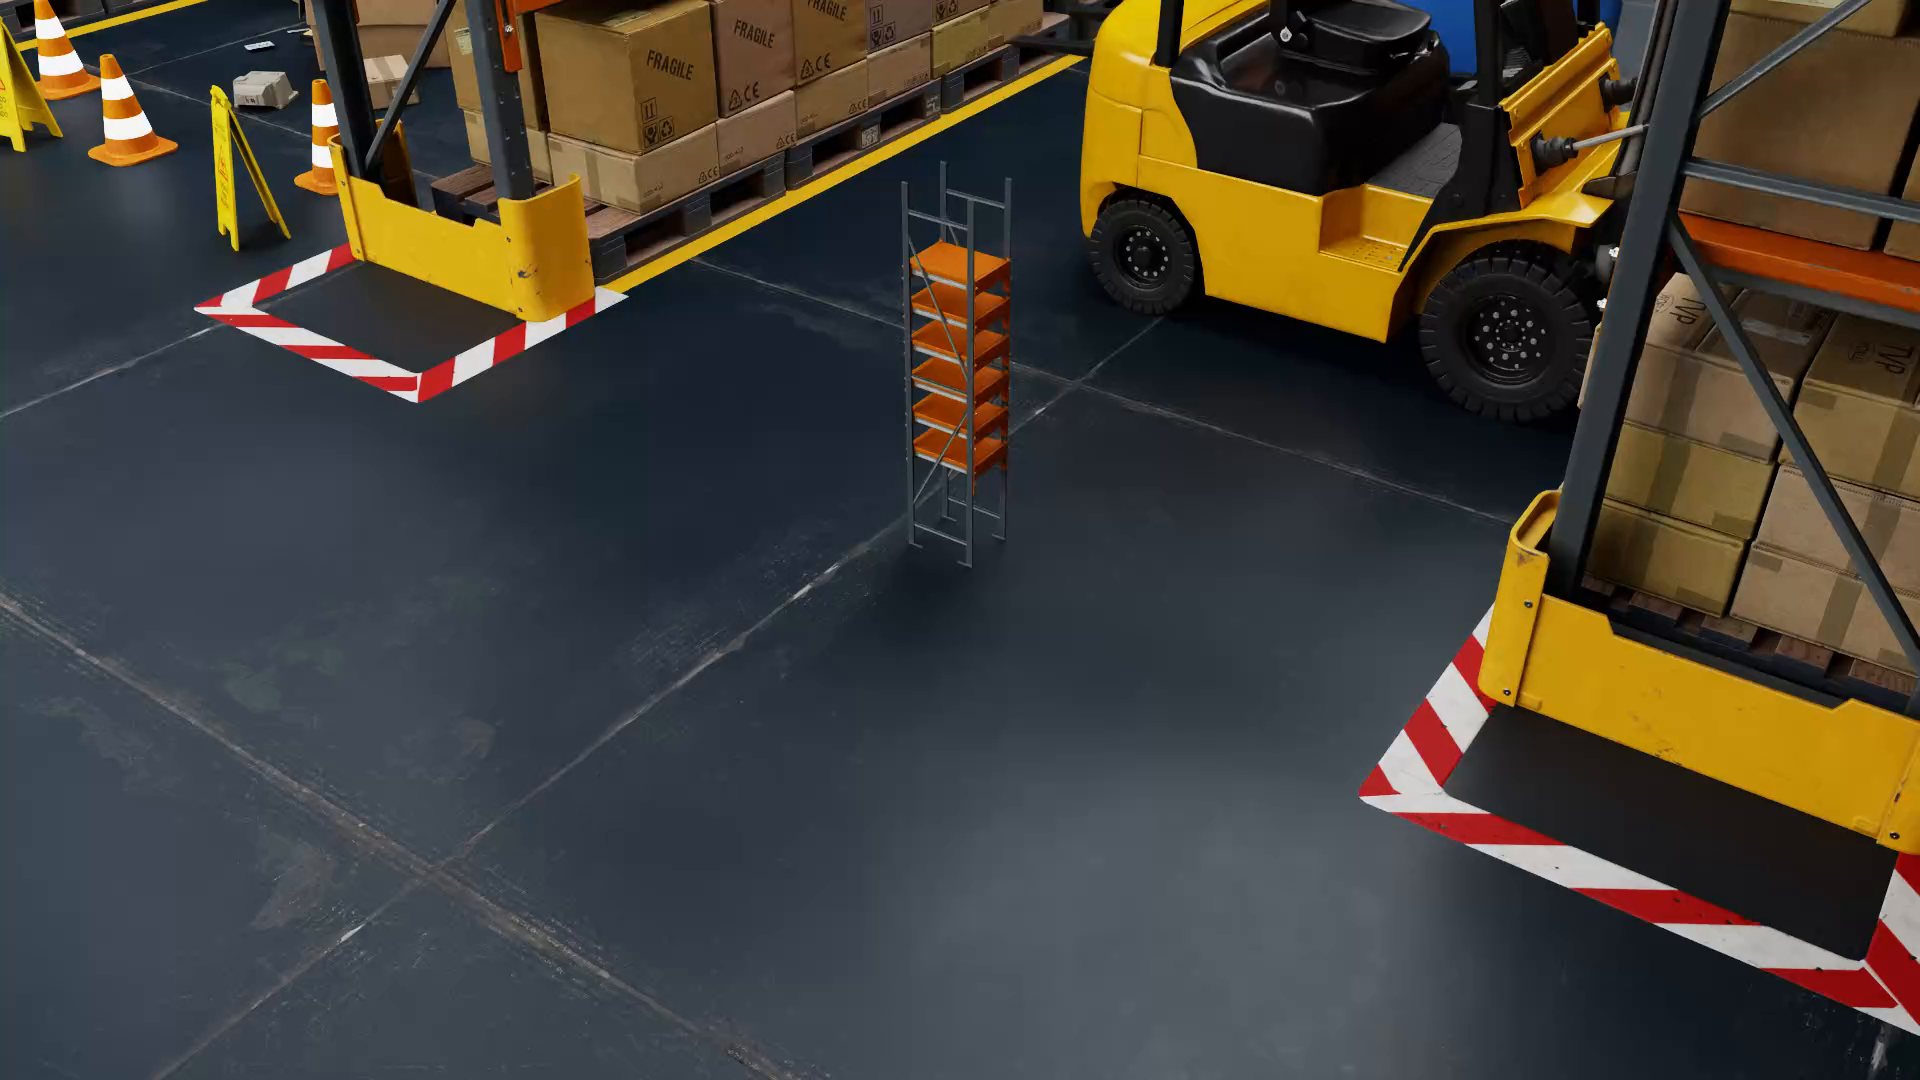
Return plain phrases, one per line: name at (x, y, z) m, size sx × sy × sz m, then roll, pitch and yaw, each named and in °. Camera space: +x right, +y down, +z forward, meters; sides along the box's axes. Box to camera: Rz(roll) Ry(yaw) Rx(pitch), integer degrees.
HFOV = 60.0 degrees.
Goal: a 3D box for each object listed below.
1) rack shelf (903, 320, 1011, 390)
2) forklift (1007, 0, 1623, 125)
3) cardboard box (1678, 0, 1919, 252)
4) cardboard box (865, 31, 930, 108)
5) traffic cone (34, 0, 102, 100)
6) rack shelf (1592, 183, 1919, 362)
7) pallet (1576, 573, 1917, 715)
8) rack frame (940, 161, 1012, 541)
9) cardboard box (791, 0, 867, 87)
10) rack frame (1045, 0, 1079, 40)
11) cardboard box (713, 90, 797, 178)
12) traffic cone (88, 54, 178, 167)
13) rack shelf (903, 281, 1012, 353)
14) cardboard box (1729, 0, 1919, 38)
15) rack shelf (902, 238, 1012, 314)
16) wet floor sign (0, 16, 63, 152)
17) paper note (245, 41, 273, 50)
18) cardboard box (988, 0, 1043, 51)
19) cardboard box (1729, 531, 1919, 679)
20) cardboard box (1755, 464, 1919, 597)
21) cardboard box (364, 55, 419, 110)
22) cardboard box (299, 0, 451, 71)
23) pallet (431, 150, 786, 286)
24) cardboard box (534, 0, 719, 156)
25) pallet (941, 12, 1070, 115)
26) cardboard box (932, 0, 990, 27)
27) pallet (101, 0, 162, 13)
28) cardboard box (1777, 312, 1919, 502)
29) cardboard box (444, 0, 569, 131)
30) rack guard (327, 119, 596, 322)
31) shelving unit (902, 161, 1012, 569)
rack shelf at (-0.008, -0.553, 4.862) m, size 0.258 × 0.103 × 0.180 m, roll 21°, pitch 39°, yaw 28°
forklift at (1.755, -3.613, 7.976) m, size 3.031 × 2.935 × 1.130 m, roll 9°, pitch 35°, yaw 13°
cardboard box at (2.078, -1.079, 4.078) m, size 0.500 × 0.500 × 0.500 m, roll 20°, pitch 39°, yaw 27°
cardboard box at (-0.491, -2.348, 8.124) m, size 0.500 × 0.250 × 0.500 m, roll 22°, pitch 40°, yaw 29°
traffic cone at (-4.722, -2.585, 8.660) m, size 0.336 × 0.463 × 0.334 m, roll 21°, pitch 39°, yaw 28°
rack shelf at (3.153, -1.349, 5.210) m, size 1.077 × 0.370 × 4.000 m, roll 21°, pitch 39°, yaw 28°
pallet at (2.415, 0.063, 4.969) m, size 1.003 × 0.211 × 1.213 m, roll 21°, pitch 39°, yaw 28°
rack frame at (0.044, -0.532, 4.966) m, size 0.240 × 1.200 × 0.006 m, roll 21°, pitch 39°, yaw 28°
cardboard box at (-0.779, -2.421, 7.562) m, size 0.500 × 0.500 × 0.500 m, roll 22°, pitch 40°, yaw 29°
rack frame at (0.214, -4.152, 8.711) m, size 1.000 × 3.000 × 0.127 m, roll 21°, pitch 39°, yaw 28°
cardboard box at (-1.082, -1.861, 7.404) m, size 0.500 × 0.250 × 0.500 m, roll 23°, pitch 40°, yaw 30°
traffic cone at (-3.987, -2.068, 7.895) m, size 0.336 × 0.463 × 0.334 m, roll 21°, pitch 39°, yaw 28°
rack shelf at (-0.008, -0.652, 4.794) m, size 0.258 × 0.103 × 0.180 m, roll 21°, pitch 39°, yaw 28°
cardboard box at (1.981, -1.286, 3.806) m, size 0.380 × 0.149 × 0.250 m, roll 22°, pitch 40°, yaw 29°
rack shelf at (-0.008, -0.752, 4.727) m, size 0.258 × 0.103 × 0.180 m, roll 21°, pitch 39°, yaw 28°
wet floor sign at (-4.581, -2.224, 7.963) m, size 0.267 × 0.644 × 0.232 m, roll 14°, pitch 37°, yaw 20°
paper note at (-3.926, -2.775, 9.327) m, size 0.142 × 0.017 × 0.144 m, roll -22°, pitch 40°, yaw -29°
cardboard box at (0.098, -2.829, 8.835) m, size 0.500 × 0.250 × 0.500 m, roll 23°, pitch 40°, yaw 30°
cardboard box at (2.454, 0.075, 4.542) m, size 0.500 × 0.250 × 0.500 m, roll 21°, pitch 40°, yaw 28°
cardboard box at (2.452, -0.119, 4.382) m, size 0.500 × 0.250 × 0.500 m, roll 22°, pitch 40°, yaw 29°
cardboard box at (-2.979, -2.378, 8.633) m, size 0.250 × 0.149 × 0.380 m, roll -15°, pitch 37°, yaw -21°
cardboard box at (-3.145, -2.894, 9.080) m, size 0.797 × 0.503 × 0.637 m, roll -3°, pitch 34°, yaw -4°
pallet at (-1.531, -1.553, 7.358) m, size 1.003 × 0.211 × 1.213 m, roll 21°, pitch 39°, yaw 28°
cardboard box at (-1.367, -1.950, 6.867) m, size 0.500 × 0.500 × 0.500 m, roll 20°, pitch 39°, yaw 27°
pallet at (-0.140, -2.676, 9.019) m, size 1.003 × 0.211 × 1.213 m, roll 21°, pitch 39°, yaw 28°
cardboard box at (-0.191, -2.904, 8.277) m, size 0.500 × 0.500 × 0.500 m, roll 22°, pitch 40°, yaw 29°
pallet at (-5.103, -3.642, 10.447) m, size 1.003 × 0.211 × 1.213 m, roll 21°, pitch 39°, yaw 28°
cardboard box at (2.443, -0.337, 4.257) m, size 0.500 × 0.250 × 0.500 m, roll 21°, pitch 39°, yaw 28°
cardboard box at (-1.824, -2.108, 7.100) m, size 0.500 × 0.500 × 0.500 m, roll 22°, pitch 40°, yaw 28°
rack guard at (-2.023, -1.310, 6.741) m, size 1.175 × 0.500 × 0.348 m, roll 21°, pitch 39°, yaw 28°
shelving unit at (-0.008, -0.490, 4.904) m, size 0.258 × 1.200 × 0.189 m, roll 21°, pitch 39°, yaw 28°
